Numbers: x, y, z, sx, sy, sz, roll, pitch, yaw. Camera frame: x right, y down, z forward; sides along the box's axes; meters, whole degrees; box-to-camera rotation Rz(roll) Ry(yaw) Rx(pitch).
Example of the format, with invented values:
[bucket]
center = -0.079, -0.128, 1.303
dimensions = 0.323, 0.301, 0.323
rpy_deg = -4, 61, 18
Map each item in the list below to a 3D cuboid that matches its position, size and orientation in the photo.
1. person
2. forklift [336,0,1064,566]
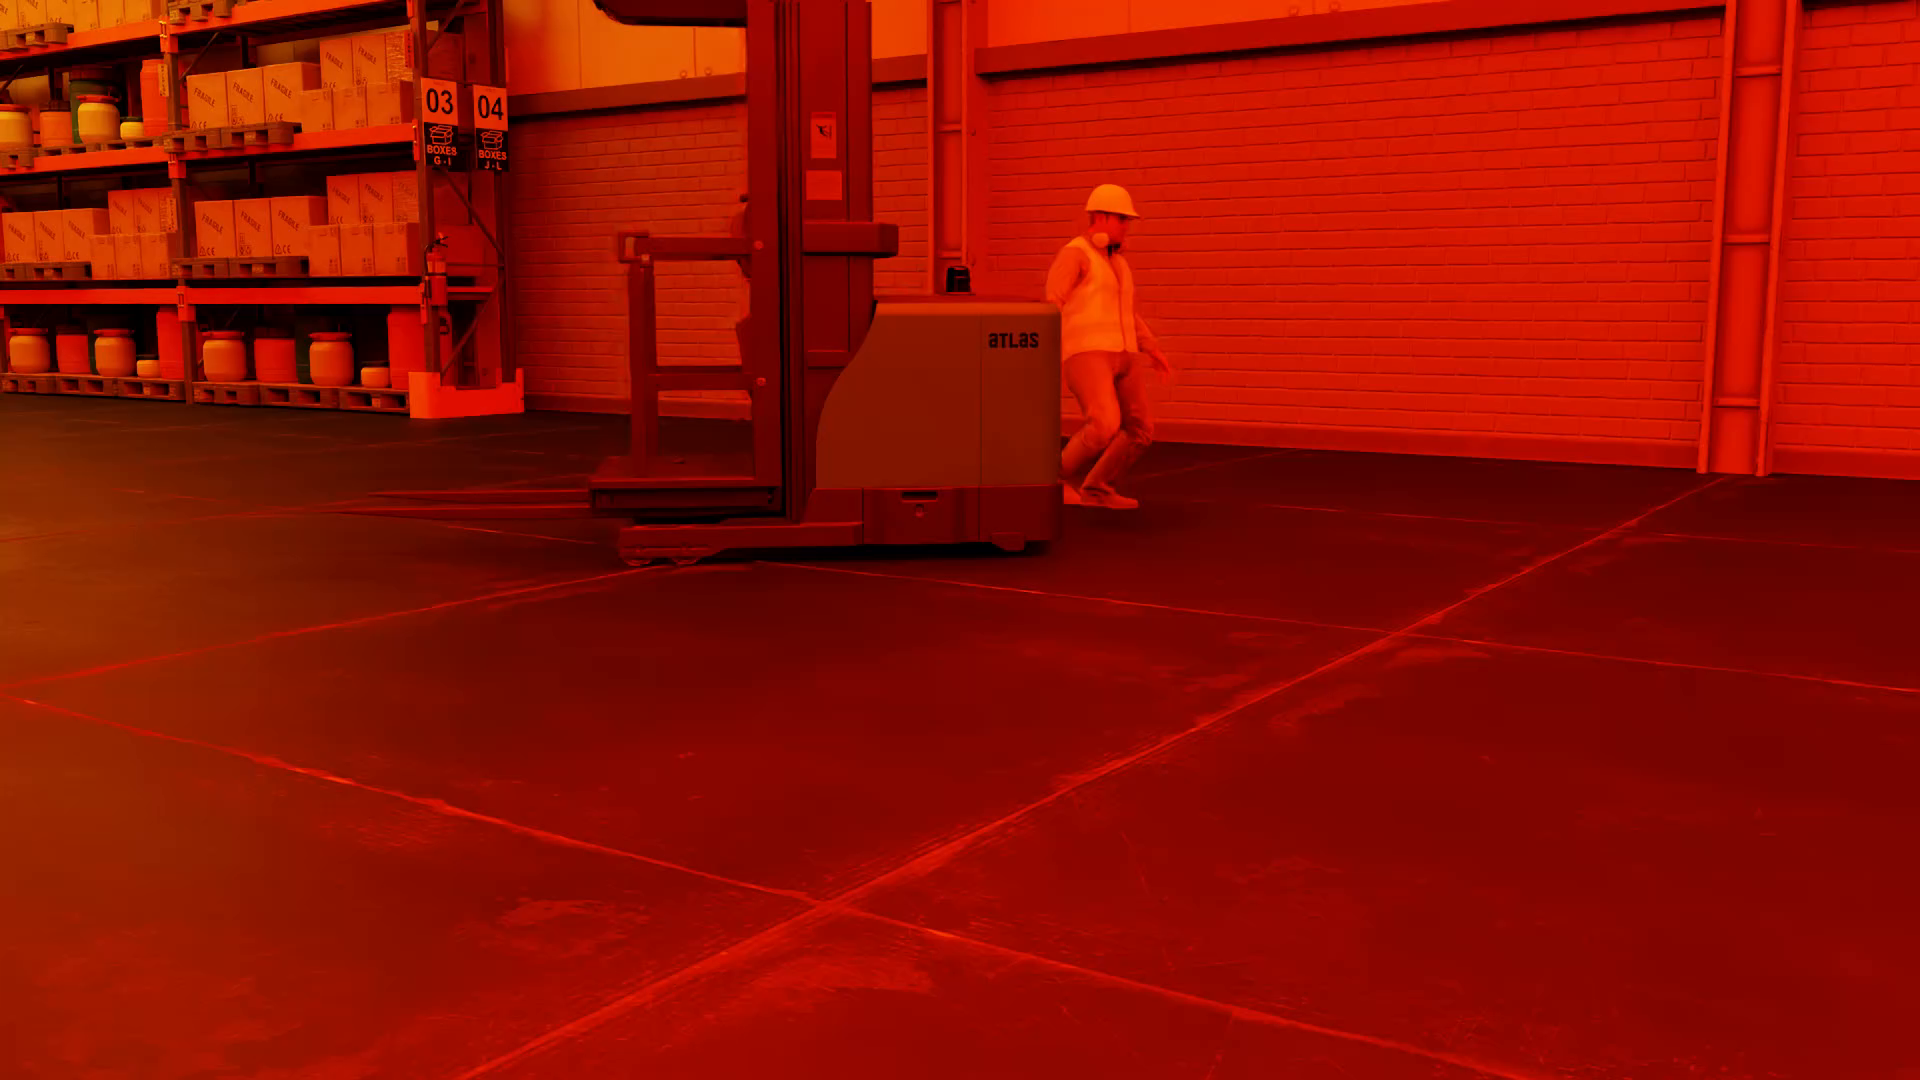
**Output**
[person]
center = 0.720, -0.947, 8.397
dimensions = 0.550, 1.674, 0.904
rpy_deg = 7, 11, 42
[forklift]
center = -1.114, -1.422, 7.195
dimensions = 3.031, 2.935, 1.130
rpy_deg = -1, 8, -7
